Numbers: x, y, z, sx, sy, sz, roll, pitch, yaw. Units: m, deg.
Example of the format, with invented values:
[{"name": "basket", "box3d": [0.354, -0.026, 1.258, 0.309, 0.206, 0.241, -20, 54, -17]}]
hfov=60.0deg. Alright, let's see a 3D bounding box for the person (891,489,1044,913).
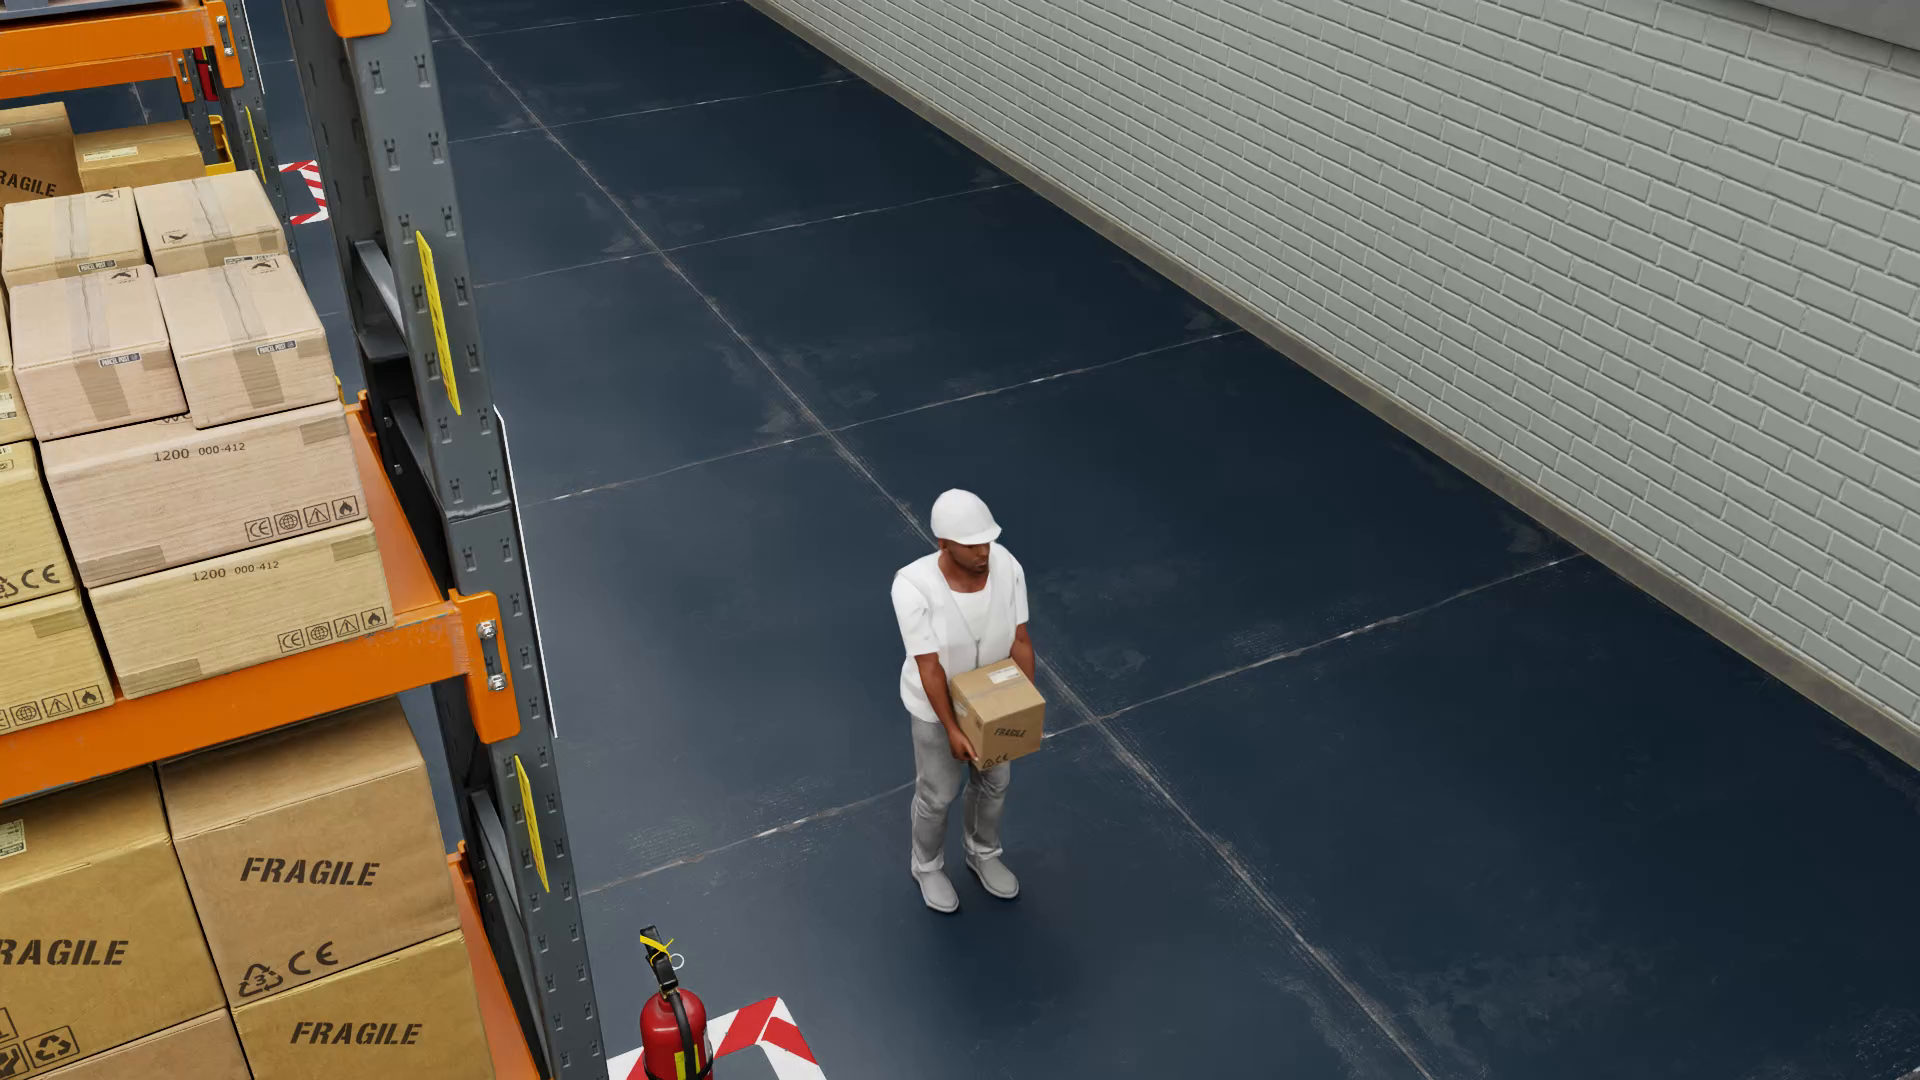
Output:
[{"name": "person", "box3d": [0.059, 0.641, 6.126, 0.505, 1.763, 0.567, -16, 36, -23]}]
